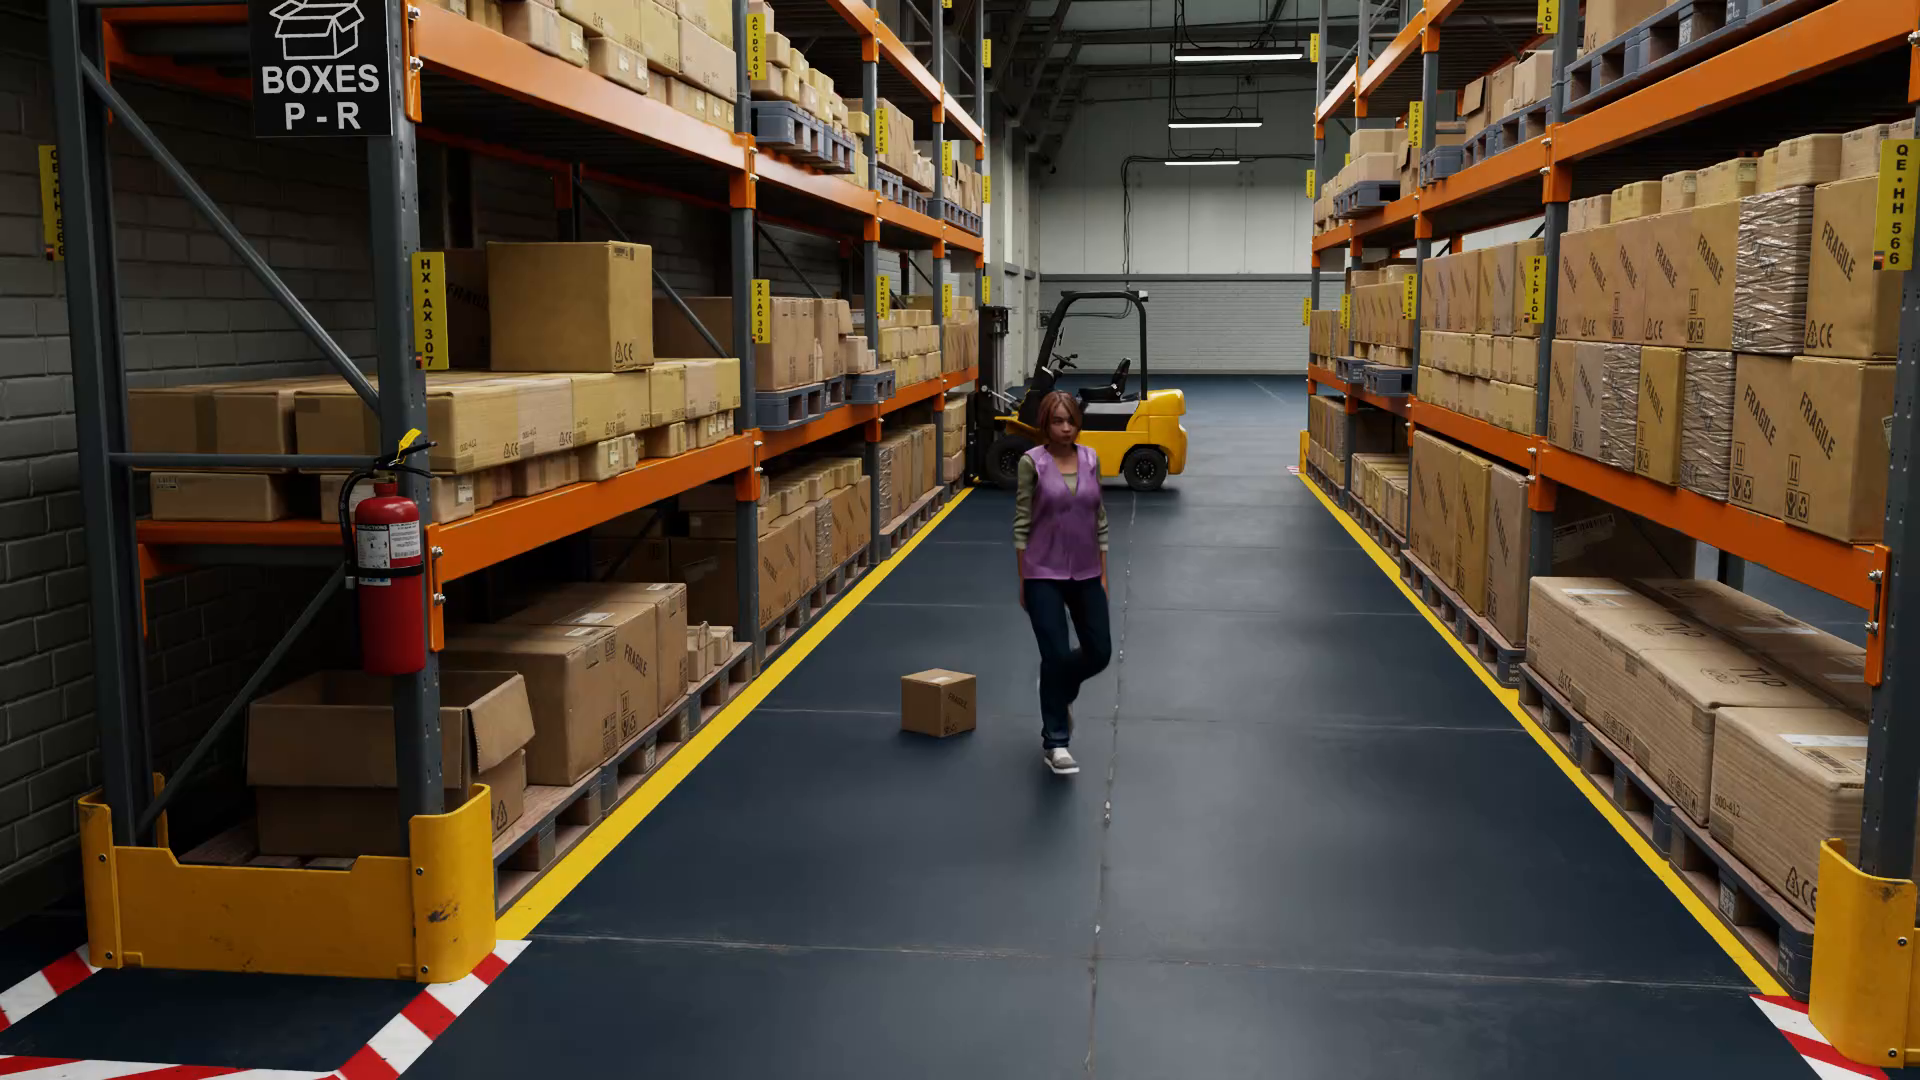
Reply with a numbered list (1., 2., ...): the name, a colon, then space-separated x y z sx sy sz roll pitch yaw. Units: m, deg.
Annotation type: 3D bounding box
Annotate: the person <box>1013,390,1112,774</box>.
1. person: 0.413 0.159 7.024 0.413 1.586 0.568 -3 8 -19
